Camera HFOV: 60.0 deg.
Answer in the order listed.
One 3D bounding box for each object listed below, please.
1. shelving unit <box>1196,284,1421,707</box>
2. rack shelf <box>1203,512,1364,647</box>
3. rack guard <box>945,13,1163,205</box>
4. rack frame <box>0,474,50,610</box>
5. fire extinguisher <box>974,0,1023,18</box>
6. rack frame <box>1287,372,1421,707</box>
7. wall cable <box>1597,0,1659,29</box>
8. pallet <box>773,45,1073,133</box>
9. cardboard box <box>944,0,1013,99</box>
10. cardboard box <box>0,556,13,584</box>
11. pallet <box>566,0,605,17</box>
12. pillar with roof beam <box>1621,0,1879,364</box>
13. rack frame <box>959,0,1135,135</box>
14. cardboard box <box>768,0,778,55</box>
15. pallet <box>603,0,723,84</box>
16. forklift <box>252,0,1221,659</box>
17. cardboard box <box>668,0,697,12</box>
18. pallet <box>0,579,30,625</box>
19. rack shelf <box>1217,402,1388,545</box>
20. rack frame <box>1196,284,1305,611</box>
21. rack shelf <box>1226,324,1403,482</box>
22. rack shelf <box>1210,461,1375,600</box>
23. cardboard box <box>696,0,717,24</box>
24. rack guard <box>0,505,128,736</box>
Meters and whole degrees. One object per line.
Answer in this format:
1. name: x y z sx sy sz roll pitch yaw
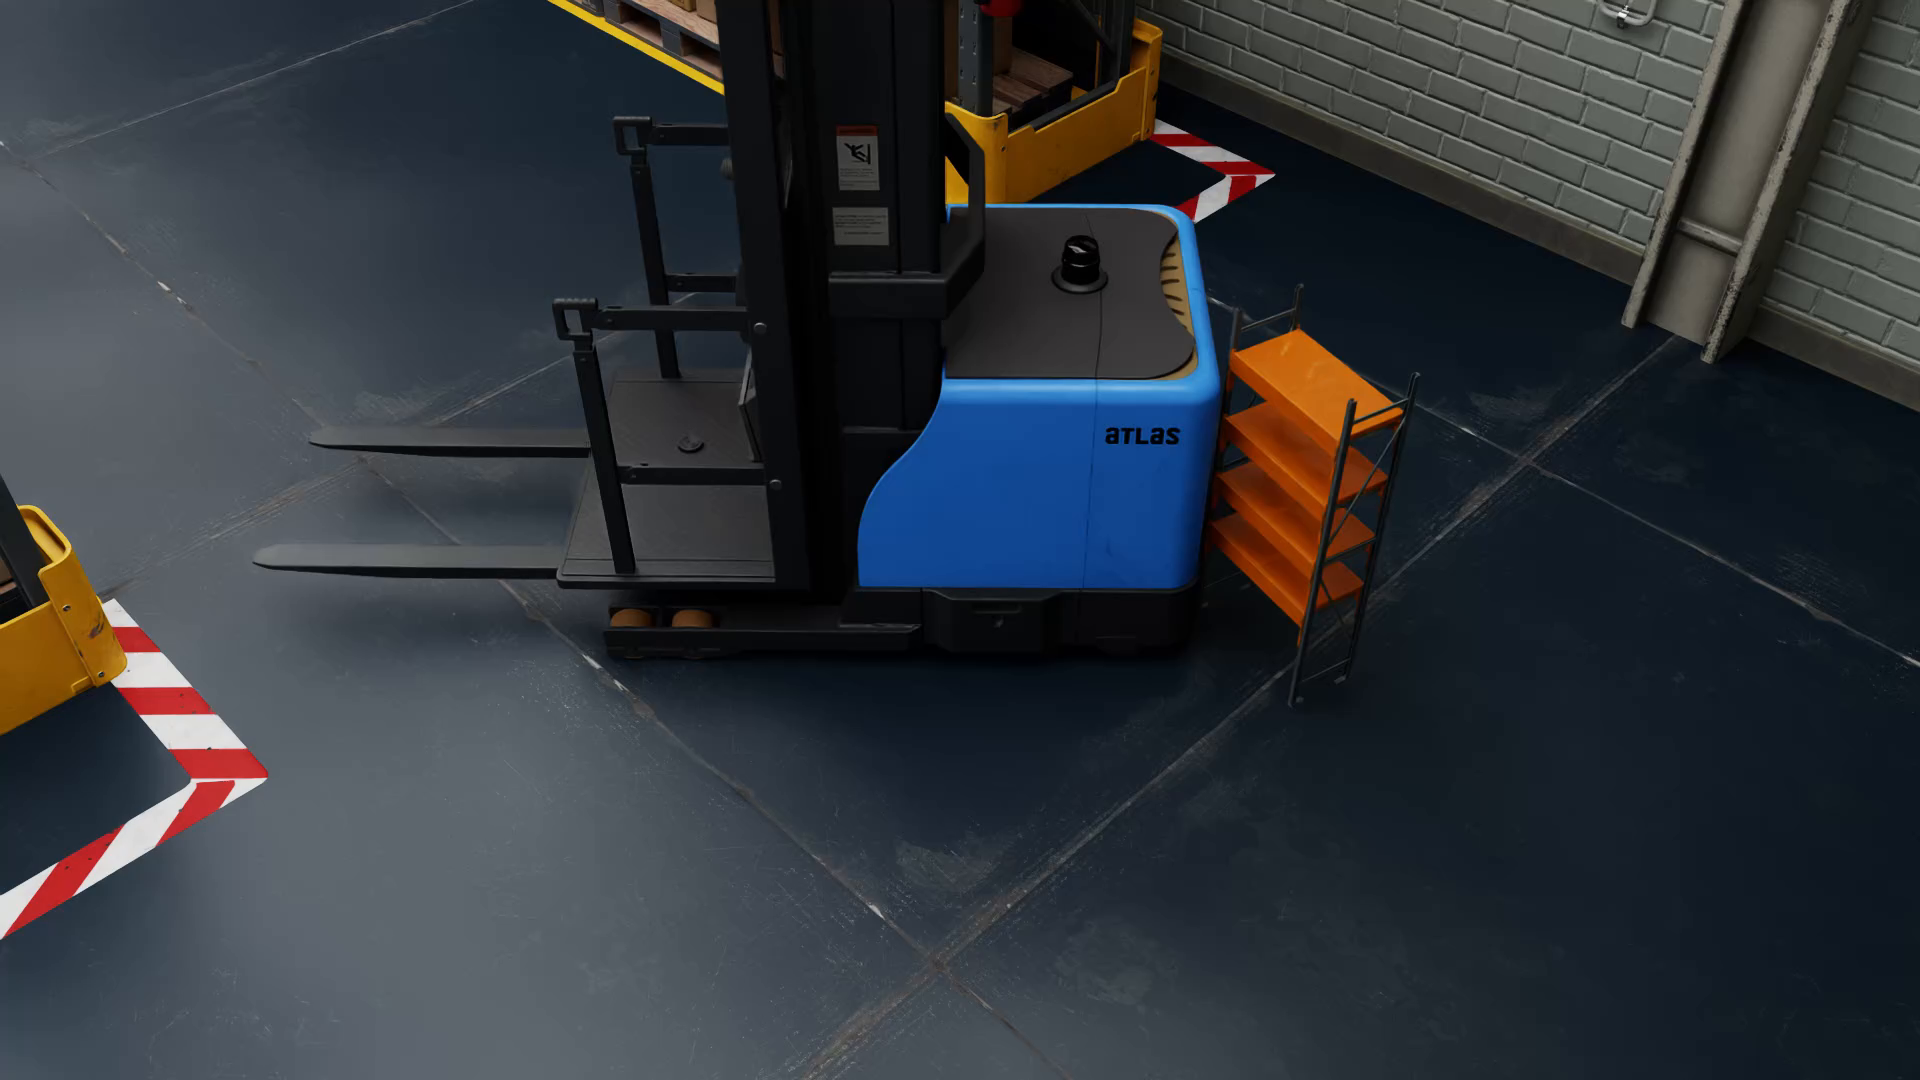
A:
1. shelving unit: 1.006 -0.108 4.983 0.258 1.200 0.503 -22 47 -22
2. rack shelf: 1.006 0.087 5.163 0.258 0.148 0.480 -22 47 -22
3. rack guard: 0.405 -1.907 7.446 1.175 0.500 0.348 -34 53 -31
4. rack frame: -3.117 -0.461 4.039 1.000 3.000 0.127 -34 53 -31
5. fire extinguisher: 0.168 -2.378 6.445 0.296 0.674 0.183 -34 53 -31
6. rack frame: 1.129 0.035 4.828 0.240 1.200 0.015 -22 47 -22
7. wall cable: 1.962 -3.048 6.090 0.084 1.984 1.851 -34 53 -31
8. pallet: -0.232 -2.160 7.932 1.003 0.211 1.213 -34 53 -31
9. cardboard box: -0.177 -2.362 7.628 0.700 0.500 0.500 -34 53 -31
10. cardboard box: -3.169 0.058 5.253 0.380 0.149 0.250 -34 53 -31
11. pallet: -1.955 -3.332 9.200 1.003 0.211 1.213 -34 53 -31
12. pillar with roof beam: -0.141 -2.094 1.386 9.100 9.000 0.400 -34 53 -31
13. rack frame: 0.388 -2.837 6.610 1.000 3.000 0.127 -34 53 -31
14. cardboard box: -0.531 -2.602 7.888 0.500 0.500 0.700 34 53 31
15. pallet: -1.089 -2.746 8.566 1.003 0.211 1.213 -34 53 -31
16. forklift: -0.759 -1.054 4.731 3.031 2.935 1.130 0 43 0
17. cardboard box: -1.268 -3.096 8.423 0.700 0.500 0.500 -33 52 -30
18. pallet: -3.734 0.144 5.439 1.003 0.211 1.213 -34 53 -31
19. rack shelf: 1.006 -0.223 4.877 0.258 0.148 0.480 -22 47 -22
20. rack frame: 0.882 -0.251 5.137 0.240 1.200 0.015 -22 47 -22
21. rack shelf: 1.006 -0.396 4.716 0.258 0.148 0.480 -22 47 -22
22. rack shelf: 1.006 -0.058 5.028 0.258 0.148 0.480 -22 47 -22
23. cardboard box: -0.886 -2.843 8.149 0.500 0.500 0.700 32 52 30
24. rack guard: -3.170 0.420 4.927 1.175 0.500 0.348 -34 53 -31
